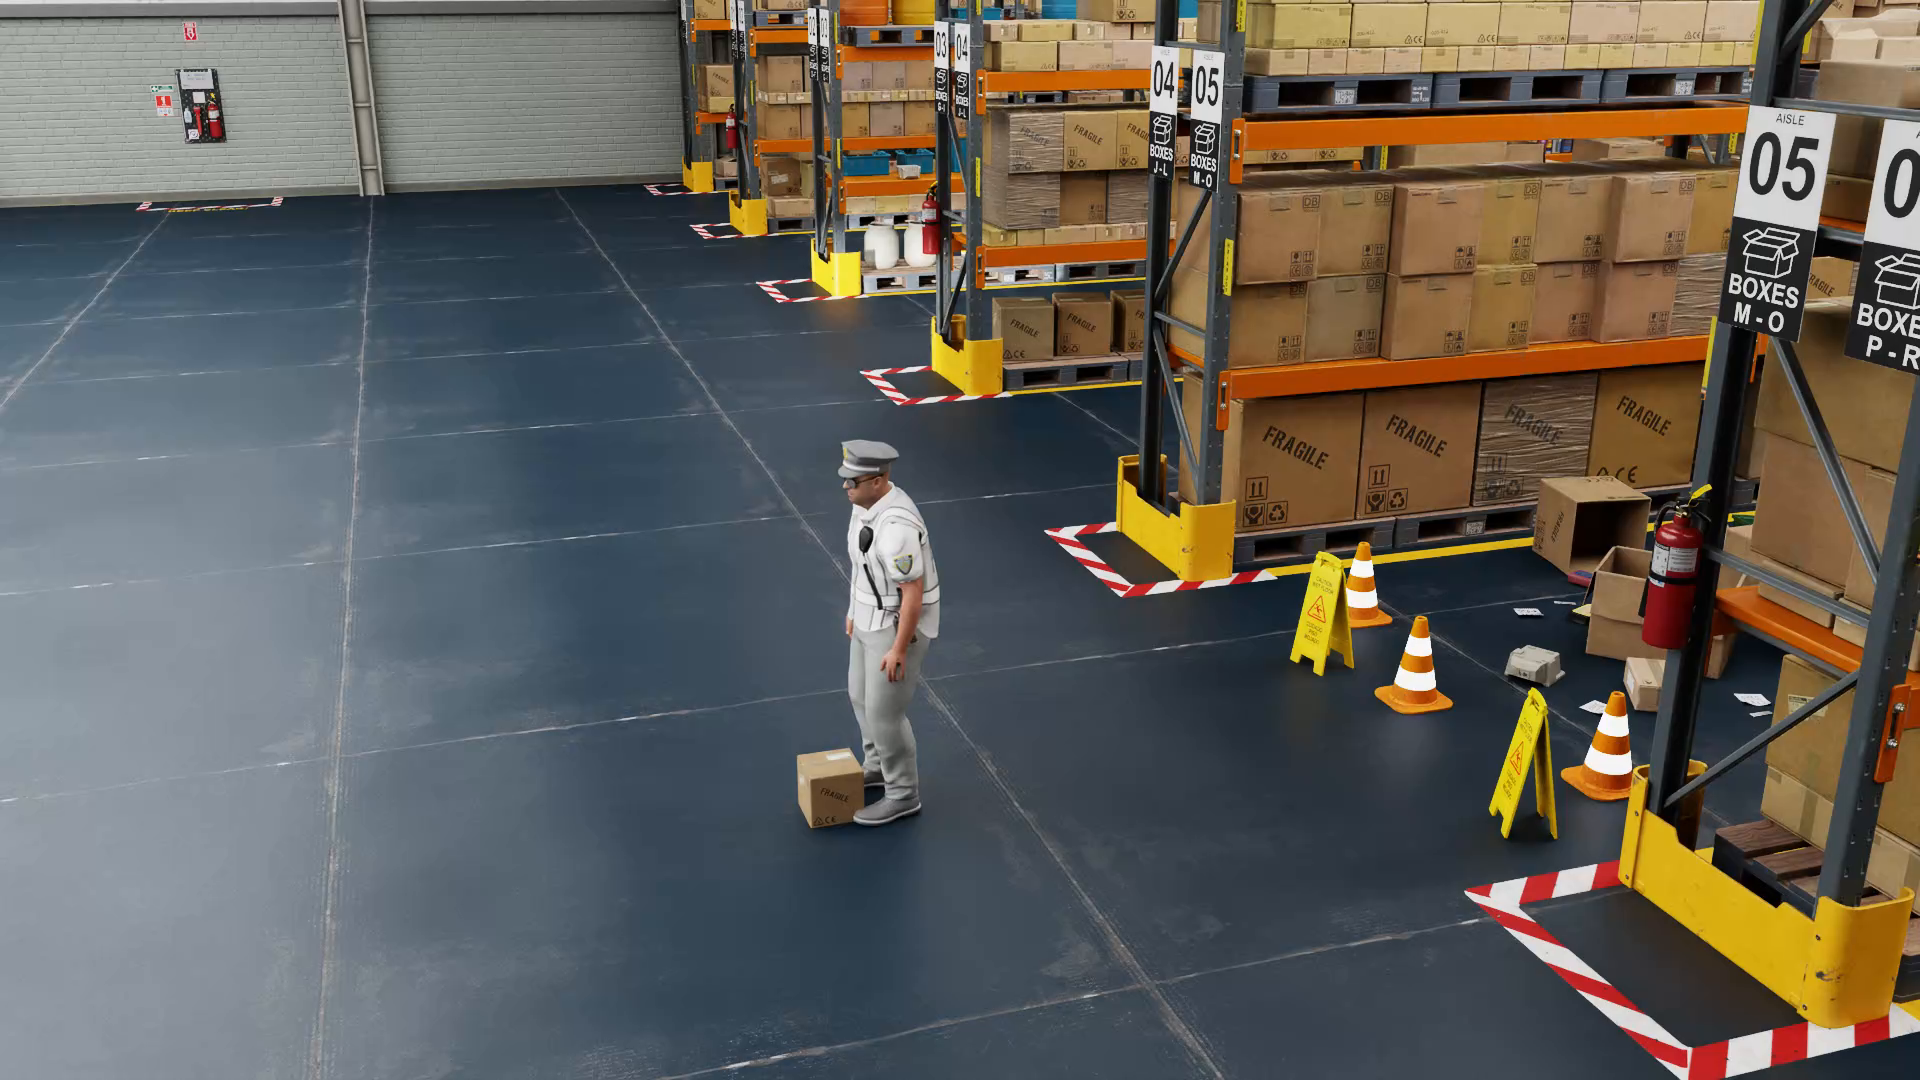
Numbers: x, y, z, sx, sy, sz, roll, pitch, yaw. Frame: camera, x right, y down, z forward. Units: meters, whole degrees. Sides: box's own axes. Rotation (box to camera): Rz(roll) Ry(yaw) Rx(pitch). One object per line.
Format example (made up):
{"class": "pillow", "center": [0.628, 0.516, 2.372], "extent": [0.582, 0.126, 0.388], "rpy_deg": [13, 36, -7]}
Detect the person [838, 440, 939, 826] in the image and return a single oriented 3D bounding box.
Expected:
{"class": "person", "center": [-0.328, 0.391, 7.421], "extent": [0.431, 1.750, 0.606], "rpy_deg": [-7, 20, -20]}
